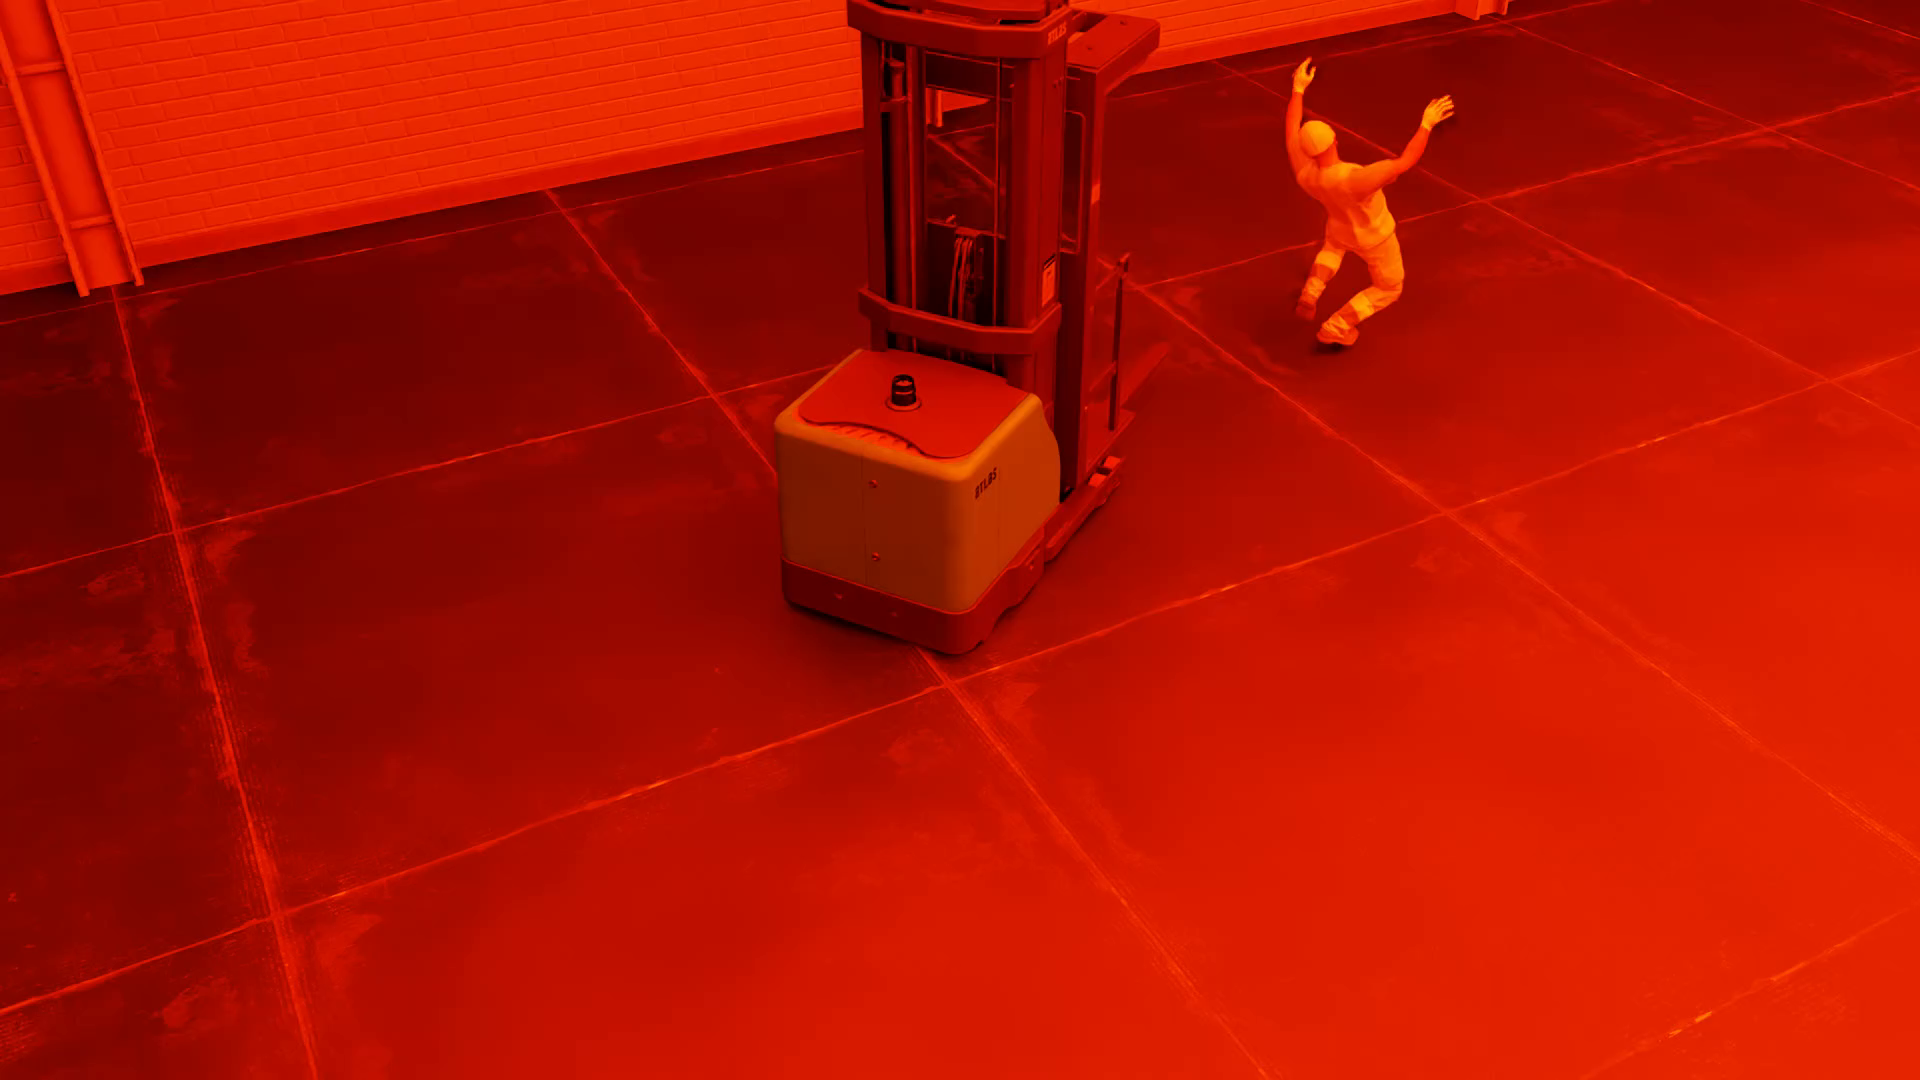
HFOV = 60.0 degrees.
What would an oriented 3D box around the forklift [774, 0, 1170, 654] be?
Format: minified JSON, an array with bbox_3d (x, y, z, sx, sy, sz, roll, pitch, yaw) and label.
[{"bbox_3d":[0.258,-1.496,8.239,1.130,2.935,3.031,17,39,22],"label":"forklift"}]

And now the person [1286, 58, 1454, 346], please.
[{"bbox_3d":[2.274,-1.959,10.020,0.772,1.638,0.988,-23,41,-29],"label":"person"}]
